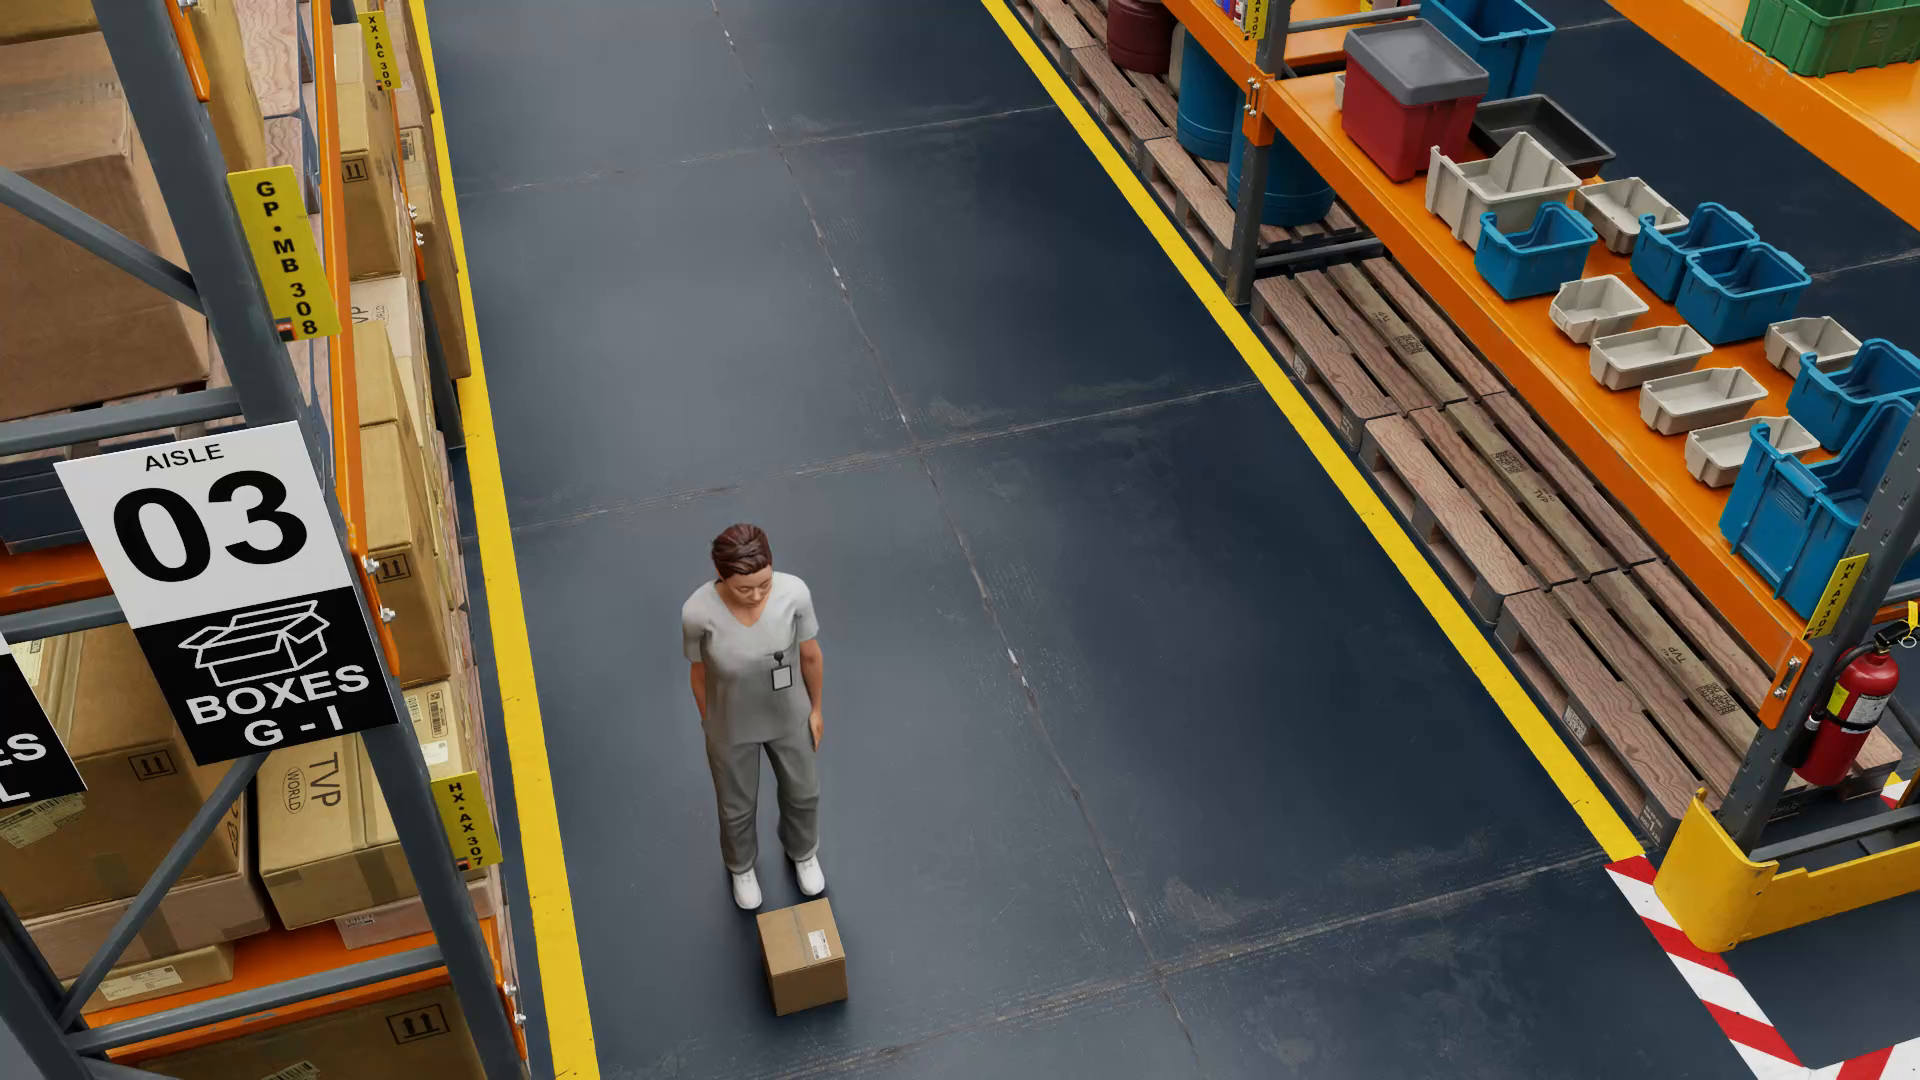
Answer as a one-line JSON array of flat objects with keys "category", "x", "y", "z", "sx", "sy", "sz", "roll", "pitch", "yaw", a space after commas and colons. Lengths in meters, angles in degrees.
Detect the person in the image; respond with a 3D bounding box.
[{"category": "person", "x": -0.659, "y": 0.584, "z": 5.530, "sx": 0.442, "sy": 1.669, "sz": 0.350, "roll": -11, "pitch": 44, "yaw": -12}]
